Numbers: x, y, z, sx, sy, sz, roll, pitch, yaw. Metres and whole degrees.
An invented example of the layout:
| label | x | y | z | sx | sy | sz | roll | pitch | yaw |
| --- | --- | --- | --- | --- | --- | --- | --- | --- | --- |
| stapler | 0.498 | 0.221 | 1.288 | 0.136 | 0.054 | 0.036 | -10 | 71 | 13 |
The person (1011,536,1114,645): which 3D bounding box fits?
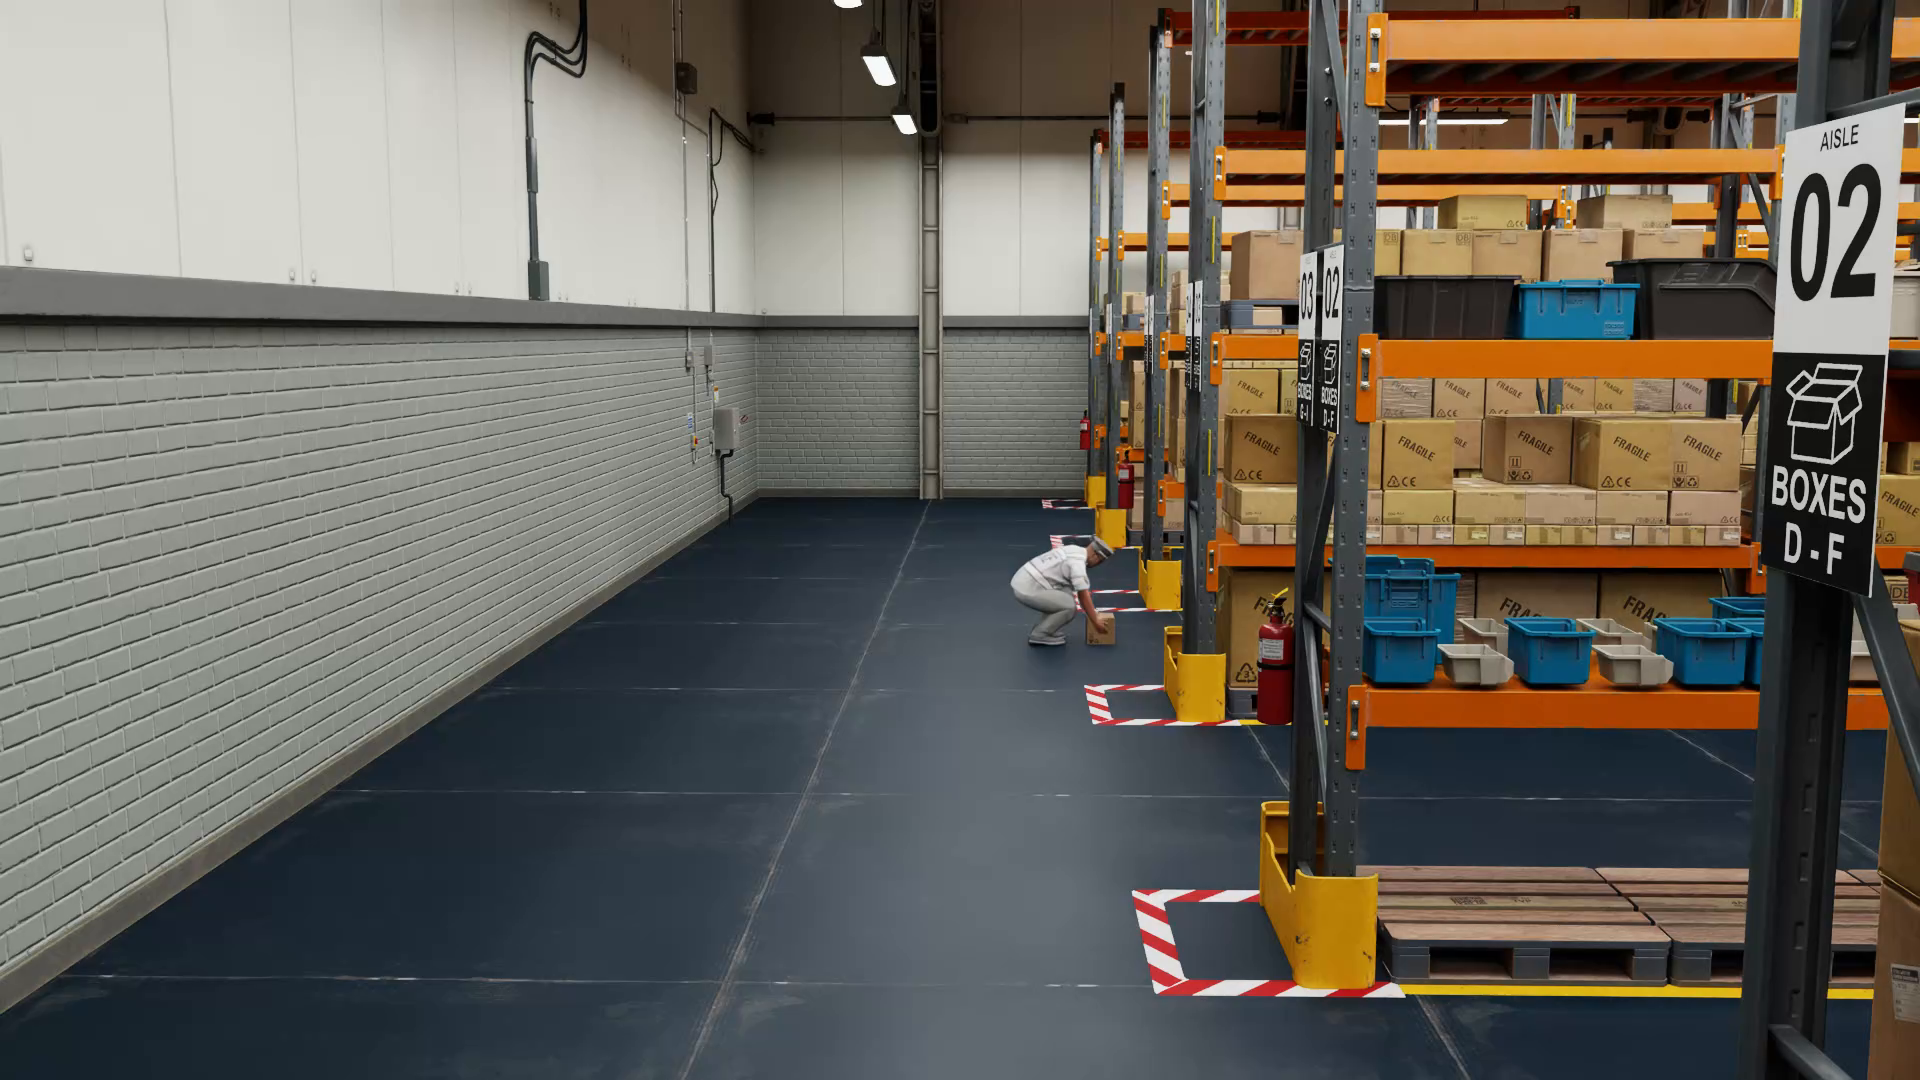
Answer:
| label | x | y | z | sx | sy | sz | roll | pitch | yaw |
| --- | --- | --- | --- | --- | --- | --- | --- | --- | --- |
| person | 0.941 | 0.456 | 15.260 | 0.951 | 0.973 | 0.563 | 0 | 7 | 1 |
